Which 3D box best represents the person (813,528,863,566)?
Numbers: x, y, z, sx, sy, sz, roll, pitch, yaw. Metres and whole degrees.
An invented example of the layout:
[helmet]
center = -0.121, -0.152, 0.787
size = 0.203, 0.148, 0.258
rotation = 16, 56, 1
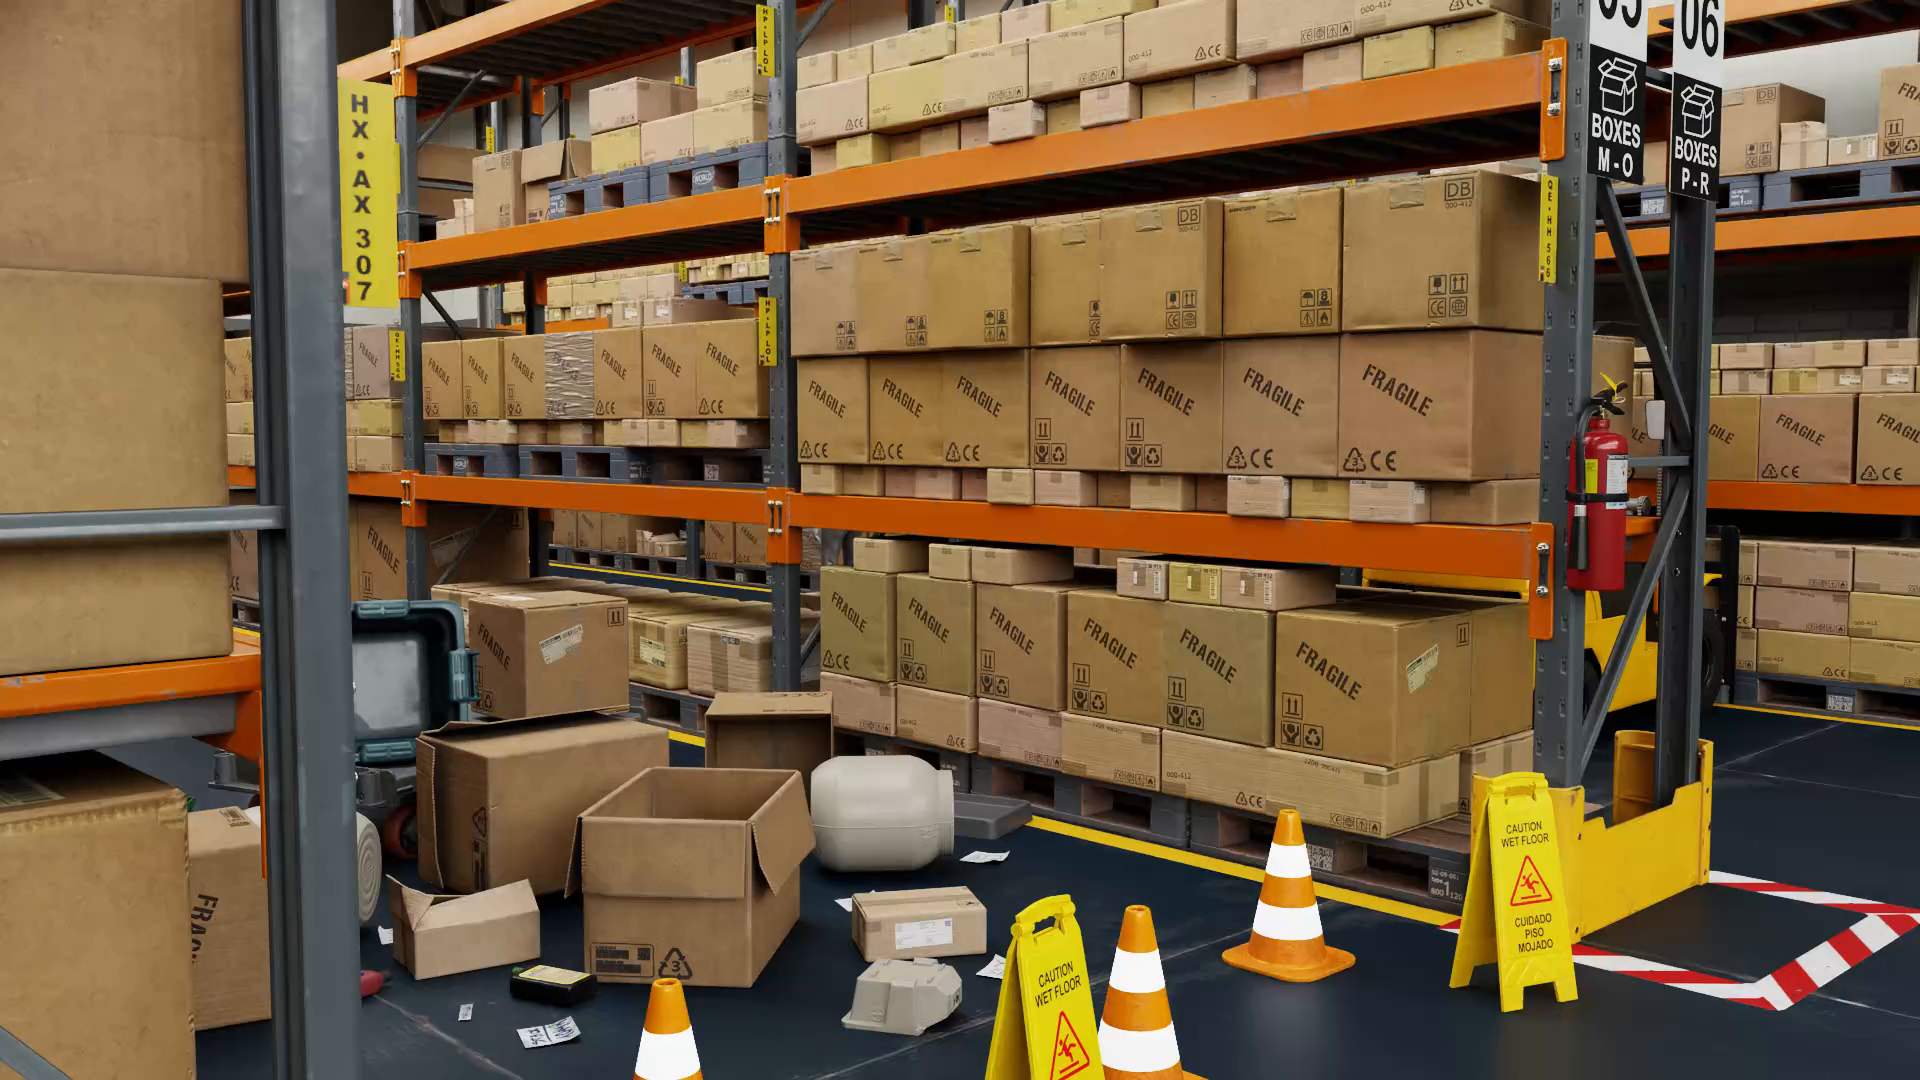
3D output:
[person]
center = -0.969, -0.130, 13.362
size = 0.536, 1.663, 0.379
rotation = -4, 6, -45
